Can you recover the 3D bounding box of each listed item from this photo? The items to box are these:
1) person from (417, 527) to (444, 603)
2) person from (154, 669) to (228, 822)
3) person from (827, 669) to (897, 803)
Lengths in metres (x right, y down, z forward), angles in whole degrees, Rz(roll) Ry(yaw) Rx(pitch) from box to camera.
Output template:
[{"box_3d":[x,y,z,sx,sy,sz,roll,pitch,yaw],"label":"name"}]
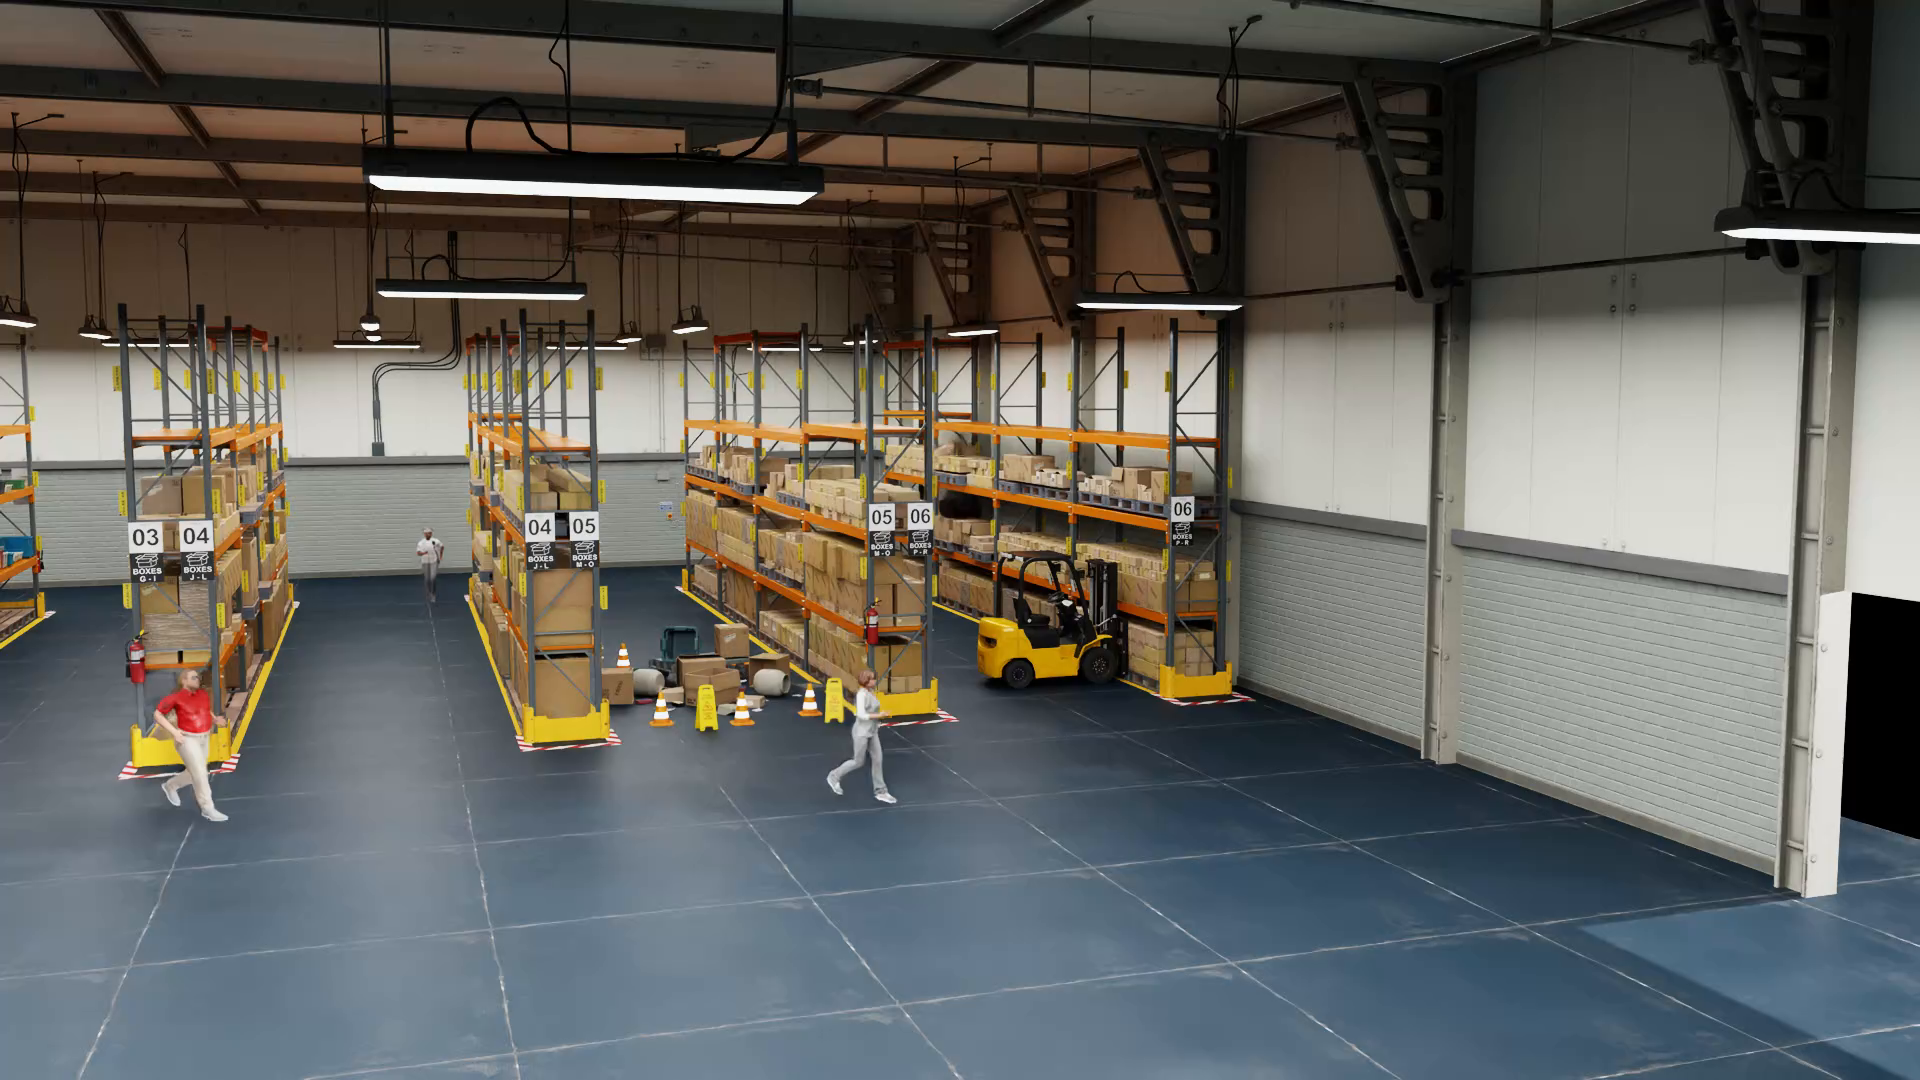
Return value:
[{"box_3d":[-12.096,0.569,37.969,0.545,1.750,0.722,-1,5,-5],"label":"person"},{"box_3d":[-8.846,2.342,19.122,0.956,1.736,0.664,2,6,16],"label":"person"},{"box_3d":[-1.161,2.314,19.762,0.881,1.586,0.537,2,6,19],"label":"person"}]
